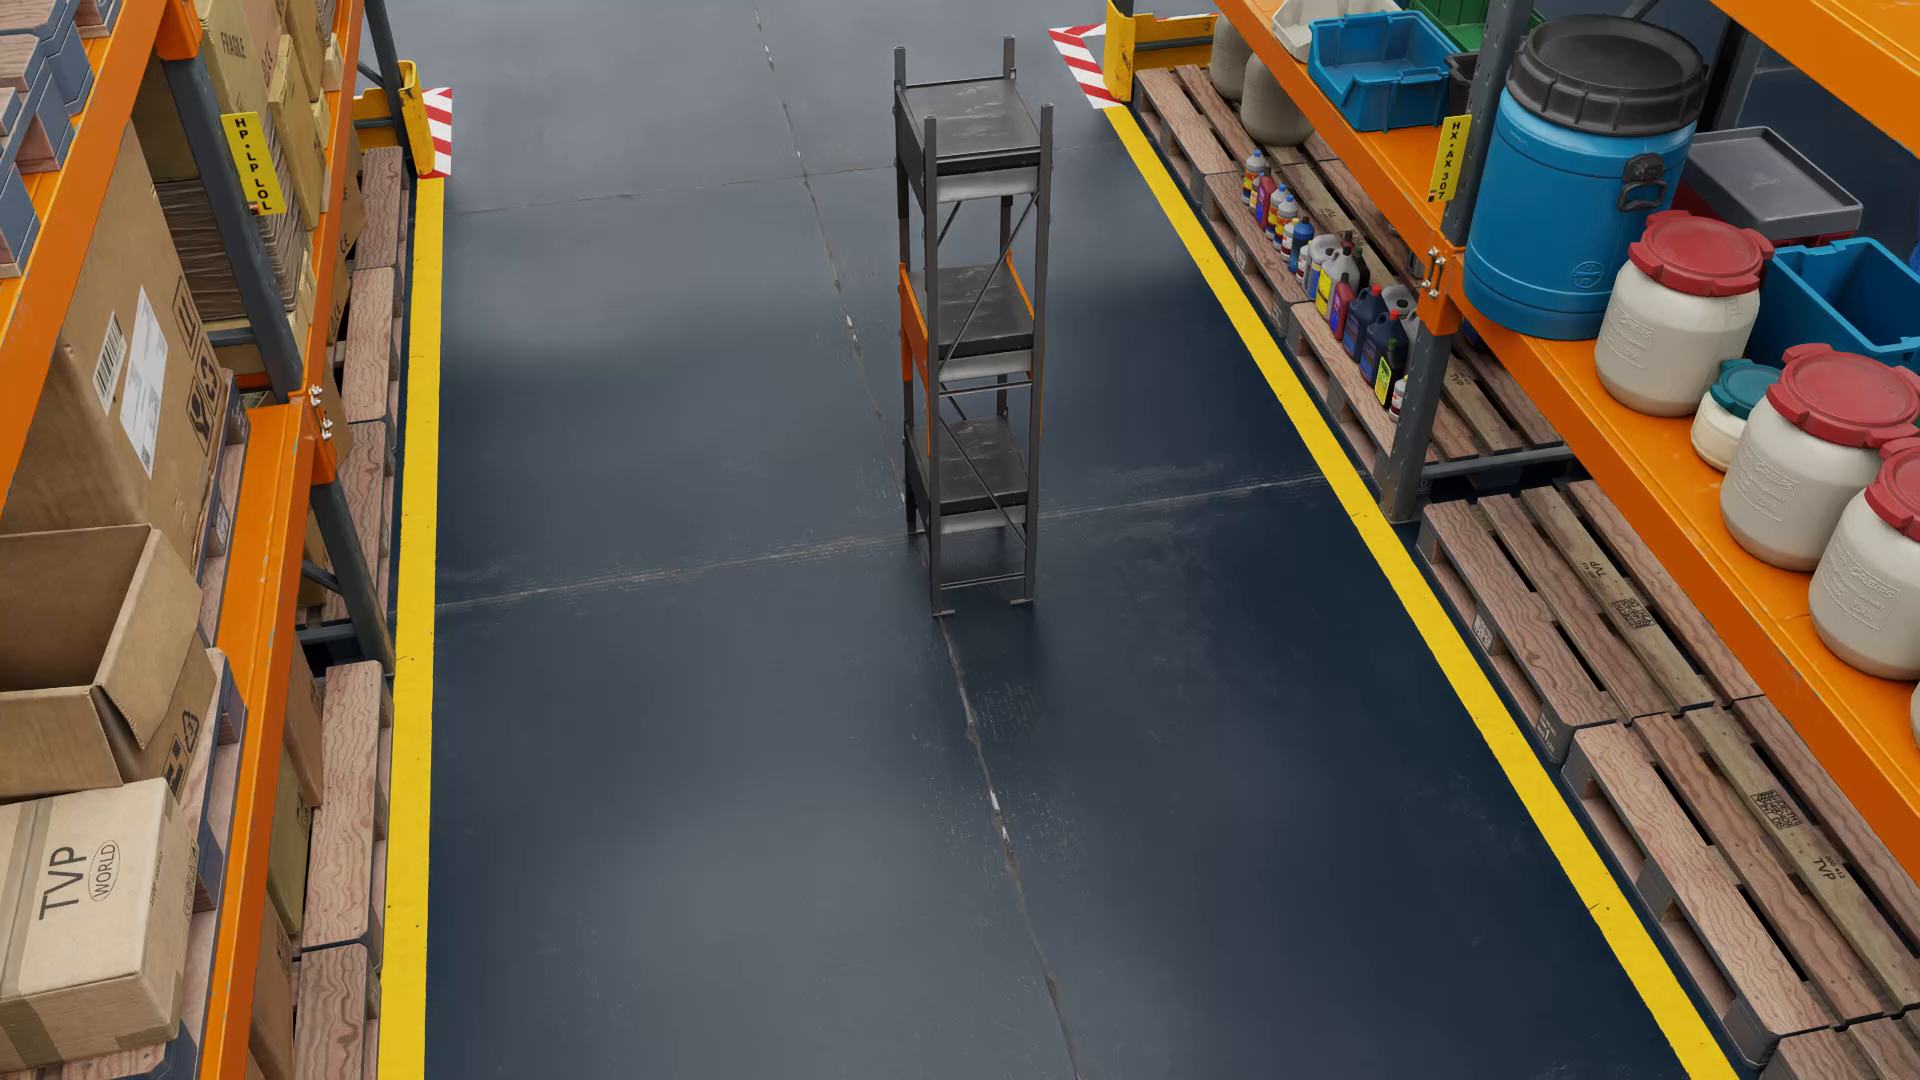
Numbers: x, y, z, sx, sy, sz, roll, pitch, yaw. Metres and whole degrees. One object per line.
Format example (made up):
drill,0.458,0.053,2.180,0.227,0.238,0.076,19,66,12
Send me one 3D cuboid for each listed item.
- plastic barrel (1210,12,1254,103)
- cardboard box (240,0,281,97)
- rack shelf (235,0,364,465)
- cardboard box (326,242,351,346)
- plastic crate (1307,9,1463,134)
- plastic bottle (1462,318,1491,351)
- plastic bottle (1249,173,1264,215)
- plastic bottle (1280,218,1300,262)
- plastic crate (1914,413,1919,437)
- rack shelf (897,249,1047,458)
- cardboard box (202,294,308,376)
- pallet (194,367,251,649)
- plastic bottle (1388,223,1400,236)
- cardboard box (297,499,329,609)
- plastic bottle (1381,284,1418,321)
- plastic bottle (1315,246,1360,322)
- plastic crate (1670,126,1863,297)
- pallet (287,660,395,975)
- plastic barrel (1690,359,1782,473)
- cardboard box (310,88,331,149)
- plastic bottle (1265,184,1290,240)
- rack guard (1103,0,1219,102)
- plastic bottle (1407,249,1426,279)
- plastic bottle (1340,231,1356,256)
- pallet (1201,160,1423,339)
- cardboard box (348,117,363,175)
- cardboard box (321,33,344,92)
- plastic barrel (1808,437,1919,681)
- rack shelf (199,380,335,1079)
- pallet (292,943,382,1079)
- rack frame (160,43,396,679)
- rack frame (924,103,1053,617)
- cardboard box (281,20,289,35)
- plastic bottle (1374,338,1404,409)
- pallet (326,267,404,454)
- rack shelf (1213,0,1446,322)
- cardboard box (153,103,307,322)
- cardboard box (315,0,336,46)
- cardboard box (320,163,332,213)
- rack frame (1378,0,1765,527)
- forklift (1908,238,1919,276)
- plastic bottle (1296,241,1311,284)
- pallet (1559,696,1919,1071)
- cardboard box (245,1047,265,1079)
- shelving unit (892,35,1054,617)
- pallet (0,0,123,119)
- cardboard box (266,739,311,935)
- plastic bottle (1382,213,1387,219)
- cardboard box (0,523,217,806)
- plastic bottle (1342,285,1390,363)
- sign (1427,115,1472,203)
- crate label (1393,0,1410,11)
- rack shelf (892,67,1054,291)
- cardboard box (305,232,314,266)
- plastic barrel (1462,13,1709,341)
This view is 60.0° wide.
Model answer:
plastic barrel,1.590,-2.693,9.081,0.421,0.512,0.421,0,42,0
cardboard box,-2.557,-1.754,5.413,0.500,0.500,0.500,-8,42,-9
rack shelf,-3.031,-1.606,6.842,1.077,0.370,4.000,-8,42,-9
cardboard box,-3.065,-1.196,7.404,0.500,0.500,0.500,-5,42,-5
plastic crate,1.733,-1.912,6.756,0.499,0.251,0.616,-8,42,-9
plastic bottle,2.327,-1.025,7.309,0.144,0.351,0.185,-8,42,-9
plastic bottle,1.483,-1.713,8.196,0.097,0.201,0.097,0,42,0
plastic bottle,1.578,-1.429,7.876,0.097,0.201,0.097,0,42,0
plastic crate,2.889,-0.121,4.787,0.450,0.188,0.662,-8,42,-9
rack shelf,0.036,-0.668,5.941,0.431,0.518,0.480,-8,42,-9
cardboard box,-2.352,-0.668,5.432,0.380,0.149,0.250,-8,42,-9
pallet,-2.576,0.009,4.625,1.003,0.211,1.213,-8,42,-9
plastic bottle,2.138,-1.585,8.052,0.097,0.201,0.097,0,42,0
cardboard box,-2.646,-0.066,6.132,0.500,0.500,0.500,-10,42,-11
plastic bottle,1.914,-0.973,7.307,0.152,0.276,0.135,-8,42,-9
plastic bottle,1.705,-1.173,7.475,0.144,0.351,0.185,-9,42,-10
plastic crate,2.640,-1.043,5.617,0.402,0.464,0.583,-8,42,-9
pallet,-2.430,0.968,5.500,1.003,0.211,1.213,-8,42,-9
plastic barrel,2.373,-0.357,4.997,0.301,0.262,0.301,0,42,0
cardboard box,-2.689,-1.638,6.525,0.380,0.149,0.250,-8,42,-9
plastic bottle,1.535,-1.584,7.998,0.097,0.271,0.097,0,42,0
rack guard,1.436,-2.904,9.645,1.175,0.500,0.348,-8,42,-9
plastic bottle,2.196,-1.378,7.763,0.152,0.276,0.135,-8,42,-9
plastic bottle,1.778,-1.269,7.635,0.061,0.283,0.133,-8,42,-9
pallet,1.866,-1.480,8.258,1.003,0.211,1.213,-8,42,-9
cardboard box,-3.344,-1.987,8.295,0.500,0.500,0.500,-1,42,-1
cardboard box,-2.773,-1.966,6.894,0.380,0.149,0.250,-8,42,-9
plastic barrel,2.481,0.068,4.311,0.433,0.535,0.433,0,42,0
rack shelf,-2.167,0.986,3.921,1.077,0.370,4.000,-8,42,-9
pallet,-2.163,1.761,4.608,1.003,0.211,1.213,-8,42,-9
rack frame,-2.599,-0.579,5.143,1.000,3.000,0.127,-8,42,-9
rack frame,0.088,-0.520,5.754,0.400,2.100,0.015,-8,42,-9
cardboard box,-2.916,-1.667,6.069,0.875,0.500,0.500,-8,42,-9
plastic bottle,1.811,-0.702,6.996,0.061,0.283,0.133,-6,42,-7
pallet,-3.045,-0.759,7.446,1.003,0.211,1.213,-8,42,-9
rack shelf,1.805,-2.316,7.642,1.077,0.370,4.000,-8,42,-9
cardboard box,-2.636,-1.028,5.349,0.875,0.500,0.500,-8,42,-9
cardboard box,-3.080,-2.323,6.808,0.875,0.500,0.500,-8,42,-9
cardboard box,-2.551,-1.318,6.165,0.380,0.149,0.250,-8,42,-9
rack frame,2.237,-1.289,5.942,1.000,3.000,0.127,-8,42,-9
forklift,5.374,-1.285,5.990,3.031,2.935,1.130,26,48,27
plastic bottle,1.622,-1.295,7.726,0.097,0.201,0.097,0,42,0
pallet,2.711,1.050,5.408,1.003,0.211,1.213,-8,42,-9
cardboard box,-2.161,1.628,4.208,0.700,0.500,0.500,-5,42,-6
shelving unit,0.036,-0.678,5.932,0.431,2.100,0.503,-8,42,-9
pallet,-2.570,-1.215,3.741,1.213,0.211,1.003,-8,42,-9
cardboard box,-2.403,0.904,5.023,0.700,0.500,0.500,-9,42,-10
plastic bottle,2.122,-1.720,8.143,0.061,0.283,0.133,-8,42,-9
cardboard box,-2.135,0.336,3.718,0.797,0.503,0.637,-4,42,-5
plastic bottle,1.775,-0.963,7.240,0.144,0.351,0.185,-10,43,-11
sign,1.697,-1.321,5.770,0.100,0.325,0.005,-8,42,-9
crate label,2.035,-2.741,7.551,0.502,0.435,0.616,-8,42,-9
rack shelf,0.036,-1.191,5.476,0.431,0.518,0.480,-8,42,-9
cardboard box,-2.474,-0.990,5.795,0.380,0.149,0.250,-8,42,-9
plastic barrel,2.025,-1.182,5.445,0.600,0.901,0.708,-8,42,-9
